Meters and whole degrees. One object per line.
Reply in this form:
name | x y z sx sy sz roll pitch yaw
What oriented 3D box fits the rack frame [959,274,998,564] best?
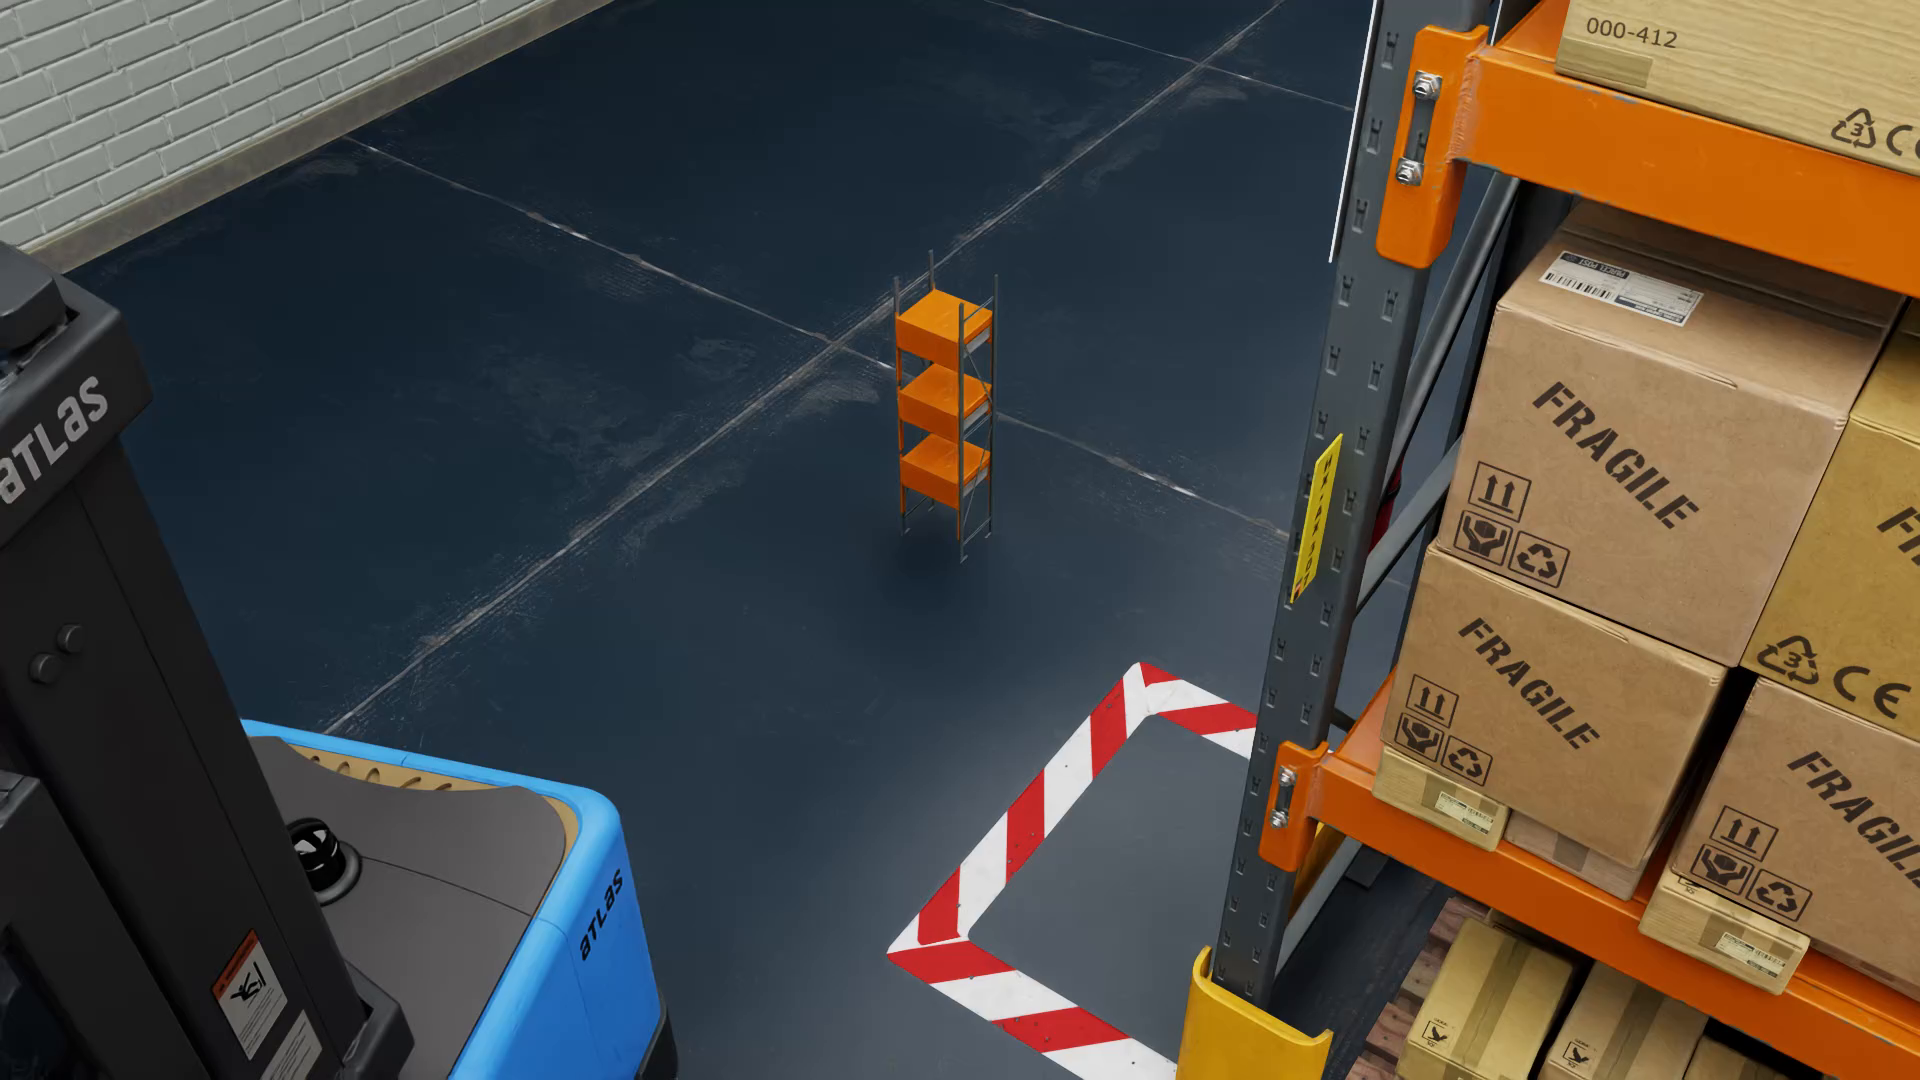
rack frame | 0.056 -0.365 5.371 0.008 1.050 0.200 25 48 25

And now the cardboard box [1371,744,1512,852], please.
cardboard box | 1.008 0.389 3.254 0.250 0.149 0.380 25 47 25

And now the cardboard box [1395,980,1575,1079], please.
cardboard box | 1.213 1.128 3.840 0.250 0.149 0.380 27 48 27

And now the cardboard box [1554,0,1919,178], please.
cardboard box | 1.152 -0.758 2.211 0.500 0.250 0.500 27 48 27

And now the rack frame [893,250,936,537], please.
rack frame | -0.144 -0.458 5.475 0.008 1.050 0.200 25 48 25

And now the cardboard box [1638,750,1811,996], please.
cardboard box | 1.430 0.596 3.023 0.250 0.149 0.380 24 47 24

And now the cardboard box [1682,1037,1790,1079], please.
cardboard box | 1.592 1.269 3.460 0.250 0.149 0.380 25 47 25

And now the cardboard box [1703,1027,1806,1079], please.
cardboard box | 1.917 1.177 4.008 0.250 0.149 0.380 25 47 25

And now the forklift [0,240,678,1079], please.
forklift | -1.560 1.125 2.294 1.130 2.935 3.031 9 43 10

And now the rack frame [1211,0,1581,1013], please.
rack frame | 0.931 -0.008 3.509 0.127 3.000 1.000 25 48 25

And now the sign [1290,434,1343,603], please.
sign | 0.620 -0.034 2.890 0.005 0.325 0.100 25 48 25

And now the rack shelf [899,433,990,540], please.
rack shelf | -0.044 -0.197 5.615 0.240 0.259 0.215 25 48 25

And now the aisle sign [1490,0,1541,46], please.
aisle sign | 1.043 -1.168 2.857 0.004 0.787 0.394 25 48 25

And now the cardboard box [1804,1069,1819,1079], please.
cardboard box | 2.127 1.264 3.910 0.250 0.149 0.380 26 48 26

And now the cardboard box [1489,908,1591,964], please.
cardboard box | 1.527 0.833 4.169 0.250 0.149 0.380 24 47 24

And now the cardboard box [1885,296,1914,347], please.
cardboard box | 1.448 -0.489 2.999 0.500 0.500 0.500 24 47 25

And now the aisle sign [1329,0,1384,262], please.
aisle sign | 0.699 -0.841 2.491 0.004 0.787 0.394 25 48 25

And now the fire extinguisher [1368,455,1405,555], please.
fire extinguisher | 0.990 -0.189 4.049 0.183 0.674 0.296 25 48 25

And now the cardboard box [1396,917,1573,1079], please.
cardboard box | 1.165 1.062 3.690 0.250 0.149 0.380 23 47 24

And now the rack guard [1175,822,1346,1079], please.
rack guard | 0.993 0.953 4.310 0.348 0.500 1.175 25 48 25

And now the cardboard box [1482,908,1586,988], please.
cardboard box | 1.482 0.986 4.222 0.250 0.149 0.380 26 48 26

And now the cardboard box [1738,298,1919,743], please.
cardboard box | 1.563 -0.022 2.477 0.500 0.500 0.500 26 48 26

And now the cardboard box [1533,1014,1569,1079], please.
cardboard box | 1.437 1.329 3.838 0.250 0.149 0.380 25 47 25

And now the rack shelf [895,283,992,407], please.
rack shelf | -0.044 -0.615 5.241 0.240 0.259 0.215 25 48 25

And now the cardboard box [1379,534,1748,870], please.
cardboard box | 1.140 0.167 3.016 0.500 0.500 0.500 27 49 27

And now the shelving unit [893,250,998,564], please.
shelving unit | -0.044 -0.412 5.423 0.252 1.050 0.215 25 48 25

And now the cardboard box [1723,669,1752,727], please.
cardboard box | 1.756 0.260 3.399 0.250 0.149 0.380 25 47 25

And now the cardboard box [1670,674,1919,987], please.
cardboard box | 1.593 0.358 2.803 0.500 0.500 0.500 25 48 25

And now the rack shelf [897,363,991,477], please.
rack shelf | -0.044 -0.404 5.430 0.240 0.259 0.215 25 48 25

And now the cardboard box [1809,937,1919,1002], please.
cardboard box | 1.721 0.620 2.996 0.250 0.149 0.380 27 49 27

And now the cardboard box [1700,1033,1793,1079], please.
cardboard box | 1.655 1.309 3.638 0.250 0.149 0.380 26 48 26

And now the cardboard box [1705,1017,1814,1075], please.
cardboard box | 1.953 1.031 3.948 0.250 0.149 0.380 23 47 24

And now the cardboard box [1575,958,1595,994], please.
cardboard box | 1.750 1.029 4.174 0.250 0.149 0.380 27 48 27

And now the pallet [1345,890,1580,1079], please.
pallet | 1.638 1.391 4.037 1.213 0.211 1.003 25 48 25

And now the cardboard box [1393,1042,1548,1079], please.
cardboard box | 1.176 1.273 3.900 0.250 0.149 0.380 26 48 26

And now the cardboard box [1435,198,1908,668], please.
cardboard box | 1.146 -0.212 2.689 0.500 0.500 0.500 25 47 25

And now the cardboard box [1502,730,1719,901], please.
cardboard box | 1.240 0.464 3.171 0.250 0.149 0.380 27 48 27

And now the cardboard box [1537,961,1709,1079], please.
cardboard box | 1.460 1.102 3.645 0.250 0.149 0.380 26 48 26

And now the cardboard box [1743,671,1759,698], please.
cardboard box | 1.865 0.076 3.118 0.500 0.500 0.500 24 47 25

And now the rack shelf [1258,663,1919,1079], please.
rack shelf | 2.568 1.026 2.893 4.000 0.370 1.077 25 48 25

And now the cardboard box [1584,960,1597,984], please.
cardboard box | 1.710 0.963 4.024 0.250 0.149 0.380 24 47 24

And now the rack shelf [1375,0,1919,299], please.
rack shelf | 2.568 -0.092 1.893 4.000 0.370 1.077 25 48 25

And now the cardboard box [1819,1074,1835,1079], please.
cardboard box | 1.843 1.318 3.404 0.250 0.149 0.380 23 47 23

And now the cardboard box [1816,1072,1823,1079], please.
cardboard box | 2.114 1.191 3.770 0.250 0.149 0.380 25 47 25
